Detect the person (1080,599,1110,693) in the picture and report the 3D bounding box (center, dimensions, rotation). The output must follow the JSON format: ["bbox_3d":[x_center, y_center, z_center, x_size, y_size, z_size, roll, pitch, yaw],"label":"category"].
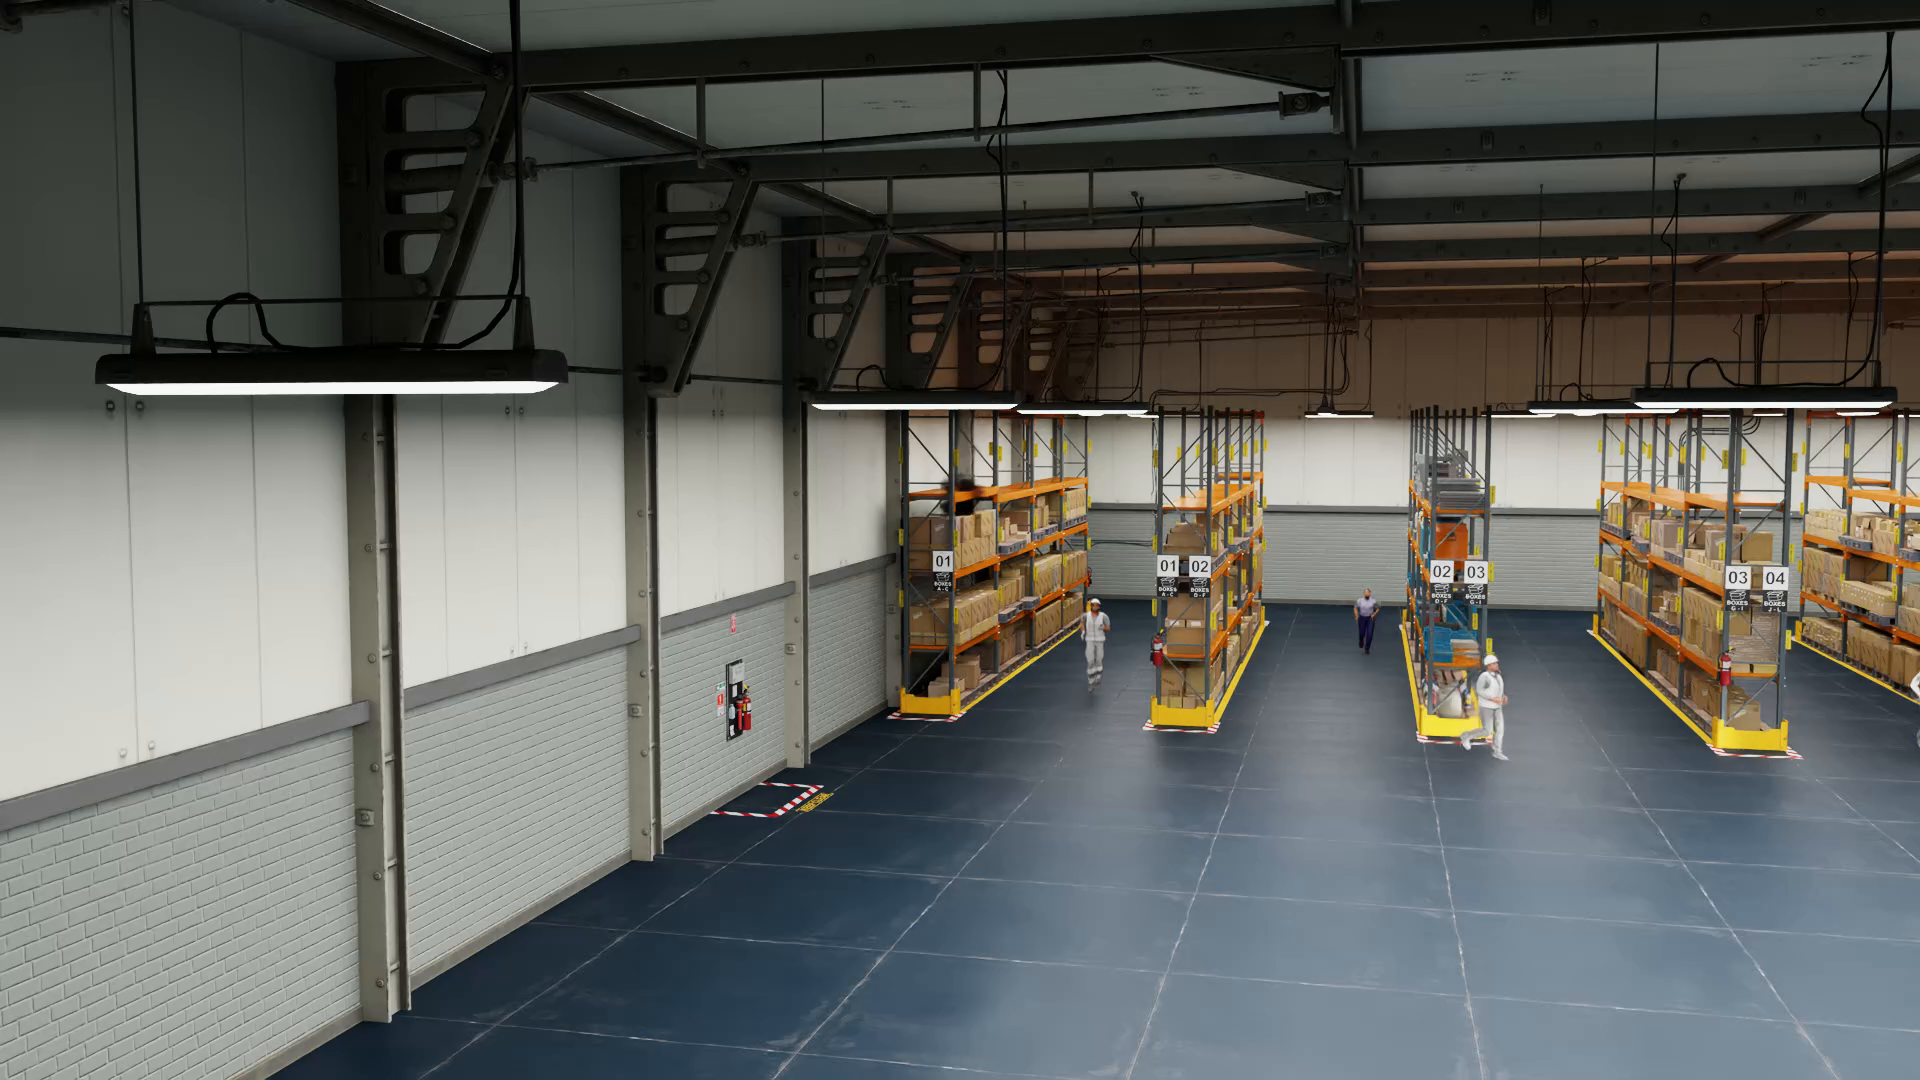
[{"bbox_3d":[2.749,2.143,33.917,0.631,1.900,0.715,0,4,6],"label":"person"}]

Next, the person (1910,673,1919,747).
[{"bbox_3d":[16.871,2.816,28.821,0.591,1.655,0.584,-1,4,-9],"label":"person"}]

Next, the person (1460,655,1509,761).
[{"bbox_3d":[8.980,2.829,28.286,0.670,1.771,0.841,-3,5,-40],"label":"person"}]

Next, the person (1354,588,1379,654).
[{"bbox_3d":[10.018,1.997,40.969,0.615,1.605,0.546,1,4,12],"label":"person"}]
